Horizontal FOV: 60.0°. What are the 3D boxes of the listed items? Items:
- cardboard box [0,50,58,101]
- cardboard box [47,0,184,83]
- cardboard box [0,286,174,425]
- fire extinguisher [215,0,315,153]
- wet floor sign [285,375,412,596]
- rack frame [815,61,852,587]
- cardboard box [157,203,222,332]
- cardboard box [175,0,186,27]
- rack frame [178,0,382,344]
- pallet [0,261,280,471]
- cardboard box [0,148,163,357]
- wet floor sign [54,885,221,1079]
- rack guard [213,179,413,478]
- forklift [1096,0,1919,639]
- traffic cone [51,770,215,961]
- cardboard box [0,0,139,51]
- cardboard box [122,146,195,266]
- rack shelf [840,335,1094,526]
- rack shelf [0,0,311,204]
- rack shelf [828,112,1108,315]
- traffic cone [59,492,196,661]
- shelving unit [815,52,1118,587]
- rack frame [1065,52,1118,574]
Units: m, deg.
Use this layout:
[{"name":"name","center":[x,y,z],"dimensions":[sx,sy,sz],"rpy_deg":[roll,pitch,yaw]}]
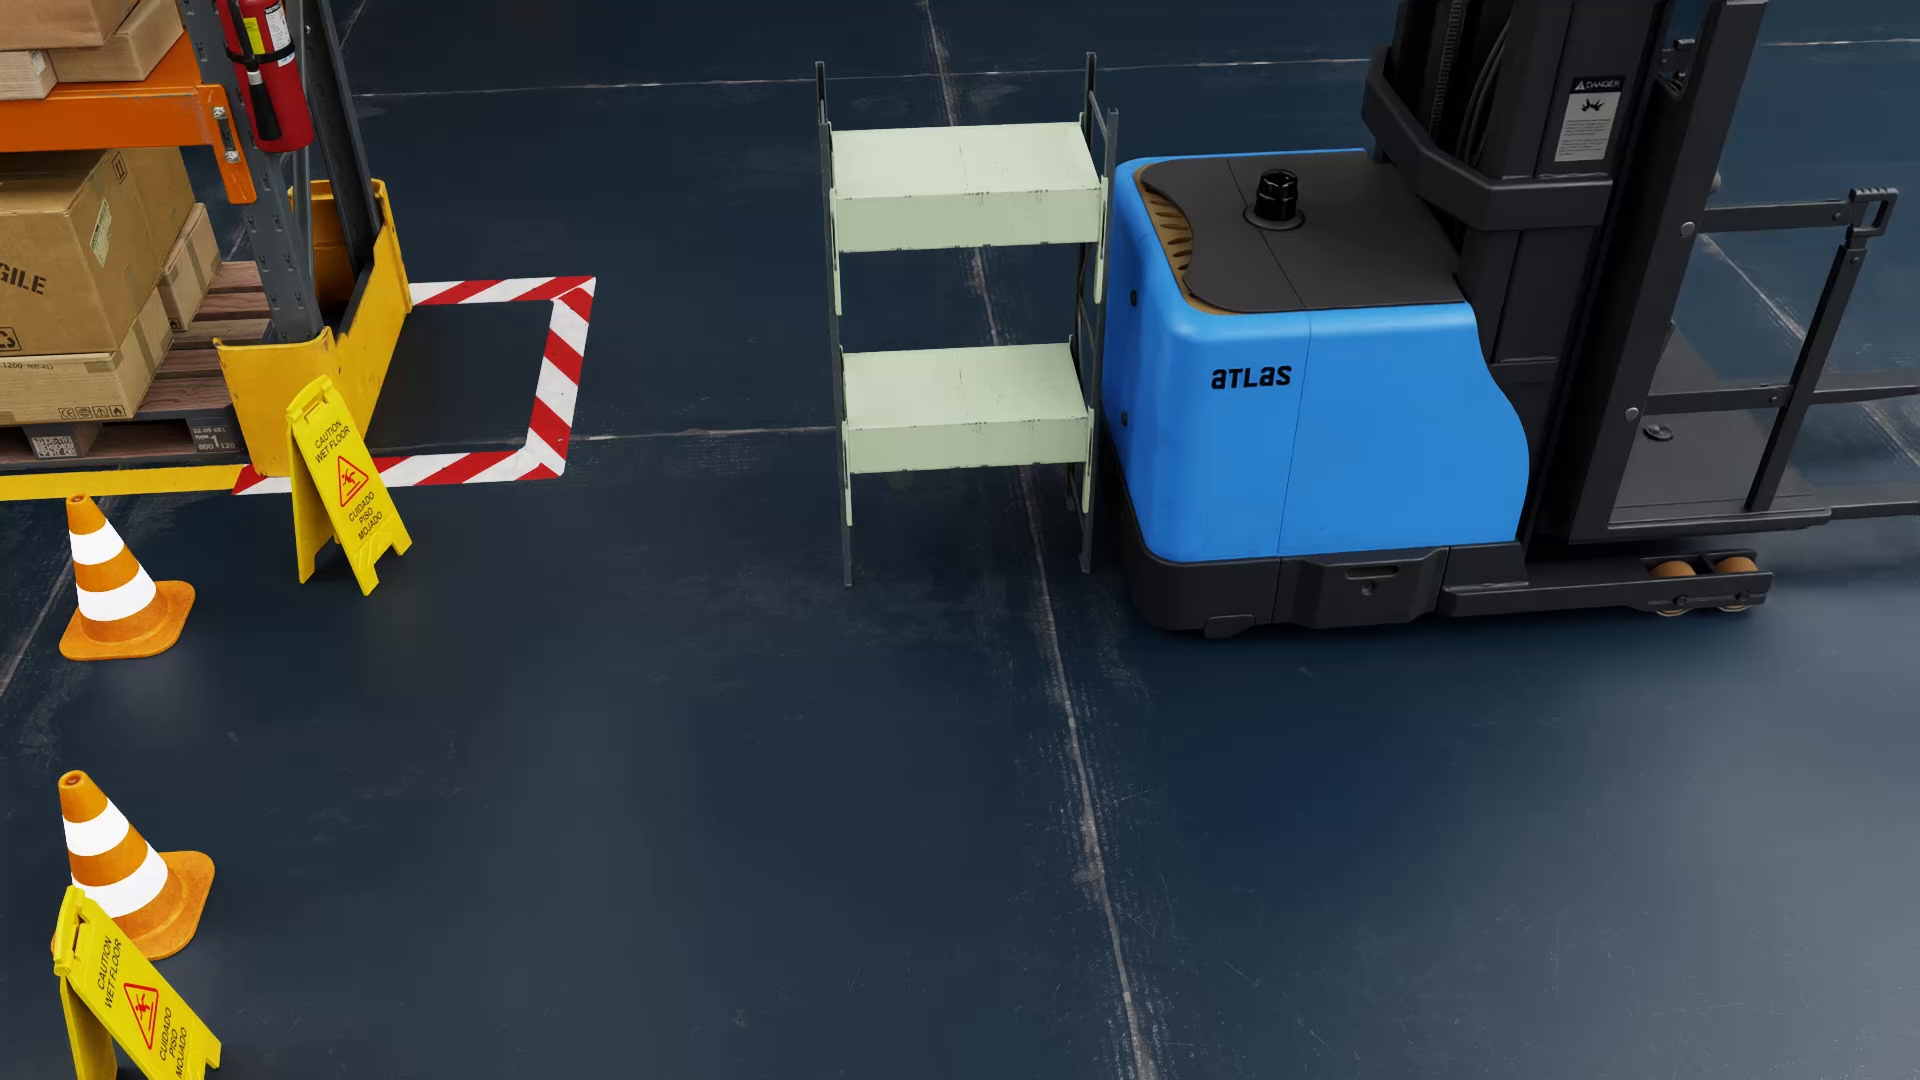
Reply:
[{"name":"cardboard box","center":[-2.751,-1.421,4.833],"dimensions":[0.250,0.149,0.380],"rpy_deg":[-4,38,-5]},{"name":"cardboard box","center":[-2.508,-1.504,4.937],"dimensions":[0.250,0.149,0.380],"rpy_deg":[-2,38,-2]},{"name":"cardboard box","center":[-2.960,-0.629,5.506],"dimensions":[0.500,0.250,0.500],"rpy_deg":[-3,38,-4]},{"name":"fire extinguisher","center":[-2.000,-1.446,4.724],"dimensions":[0.183,0.674,0.296],"rpy_deg":[-3,38,-4]},{"name":"wet floor sign","center":[-1.871,-0.181,4.958],"dimensions":[0.232,0.644,0.267],"rpy_deg":[9,39,12]},{"name":"rack frame","center":[-0.358,-0.569,4.760],"dimensions":[0.023,1.500,0.400],"rpy_deg":[-3,38,-4]},{"name":"cardboard box","center":[-2.983,-0.967,5.934],"dimensions":[0.500,0.250,0.500],"rpy_deg":[-3,38,-4]},{"name":"cardboard box","center":[-2.512,-1.765,5.269],"dimensions":[0.250,0.149,0.380],"rpy_deg":[-3,38,-4]},{"name":"rack frame","center":[-2.155,-1.755,5.052],"dimensions":[0.127,3.000,1.000],"rpy_deg":[-3,38,-4]},{"name":"pallet","center":[-3.043,-0.633,5.882],"dimensions":[1.213,0.211,1.003],"rpy_deg":[-3,38,-4]},{"name":"cardboard box","center":[-2.930,-0.930,5.282],"dimensions":[0.500,0.500,0.500],"rpy_deg":[-3,38,-4]},{"name":"wet floor sign","center":[-1.762,0.995,3.468],"dimensions":[0.232,0.644,0.267],"rpy_deg":[-9,39,-12]},{"name":"rack guard","center":[-2.231,-0.769,5.821],"dimensions":[0.348,0.500,1.175],"rpy_deg":[-3,38,-4]},{"name":"forklift","center":[1.979,-1.247,4.464],"dimensions":[3.031,2.935,1.130],"rpy_deg":[-4,38,-5]},{"name":"traffic cone","center":[-2.032,0.727,3.955],"dimensions":[0.334,0.463,0.336],"rpy_deg":[-3,38,-4]},{"name":"cardboard box","center":[-2.671,-1.711,4.676],"dimensions":[0.500,0.500,0.500],"rpy_deg":[-4,38,-5]},{"name":"cardboard box","center":[-3.006,-1.259,5.700],"dimensions":[0.500,0.500,0.500],"rpy_deg":[-4,38,-5]},{"name":"rack shelf","center":[0.007,-0.333,4.988],"dimensions":[0.720,0.370,0.431],"rpy_deg":[-3,38,-4]},{"name":"rack shelf","center":[-4.147,-1.363,5.136],"dimensions":[4.000,0.370,1.077],"rpy_deg":[-3,38,-4]},{"name":"rack shelf","center":[0.007,-0.896,4.544],"dimensions":[0.720,0.370,0.431],"rpy_deg":[-3,38,-4]},{"name":"traffic cone","center":[-2.469,0.061,4.800],"dimensions":[0.334,0.463,0.336],"rpy_deg":[-3,38,-4]},{"name":"shelving unit","center":[0.007,-0.589,4.786],"dimensions":[0.755,1.500,0.431],"rpy_deg":[-3,38,-4]},{"name":"rack frame","center":[0.371,-0.609,4.811],"dimensions":[0.023,1.500,0.400],"rpy_deg":[-3,38,-4]}]
